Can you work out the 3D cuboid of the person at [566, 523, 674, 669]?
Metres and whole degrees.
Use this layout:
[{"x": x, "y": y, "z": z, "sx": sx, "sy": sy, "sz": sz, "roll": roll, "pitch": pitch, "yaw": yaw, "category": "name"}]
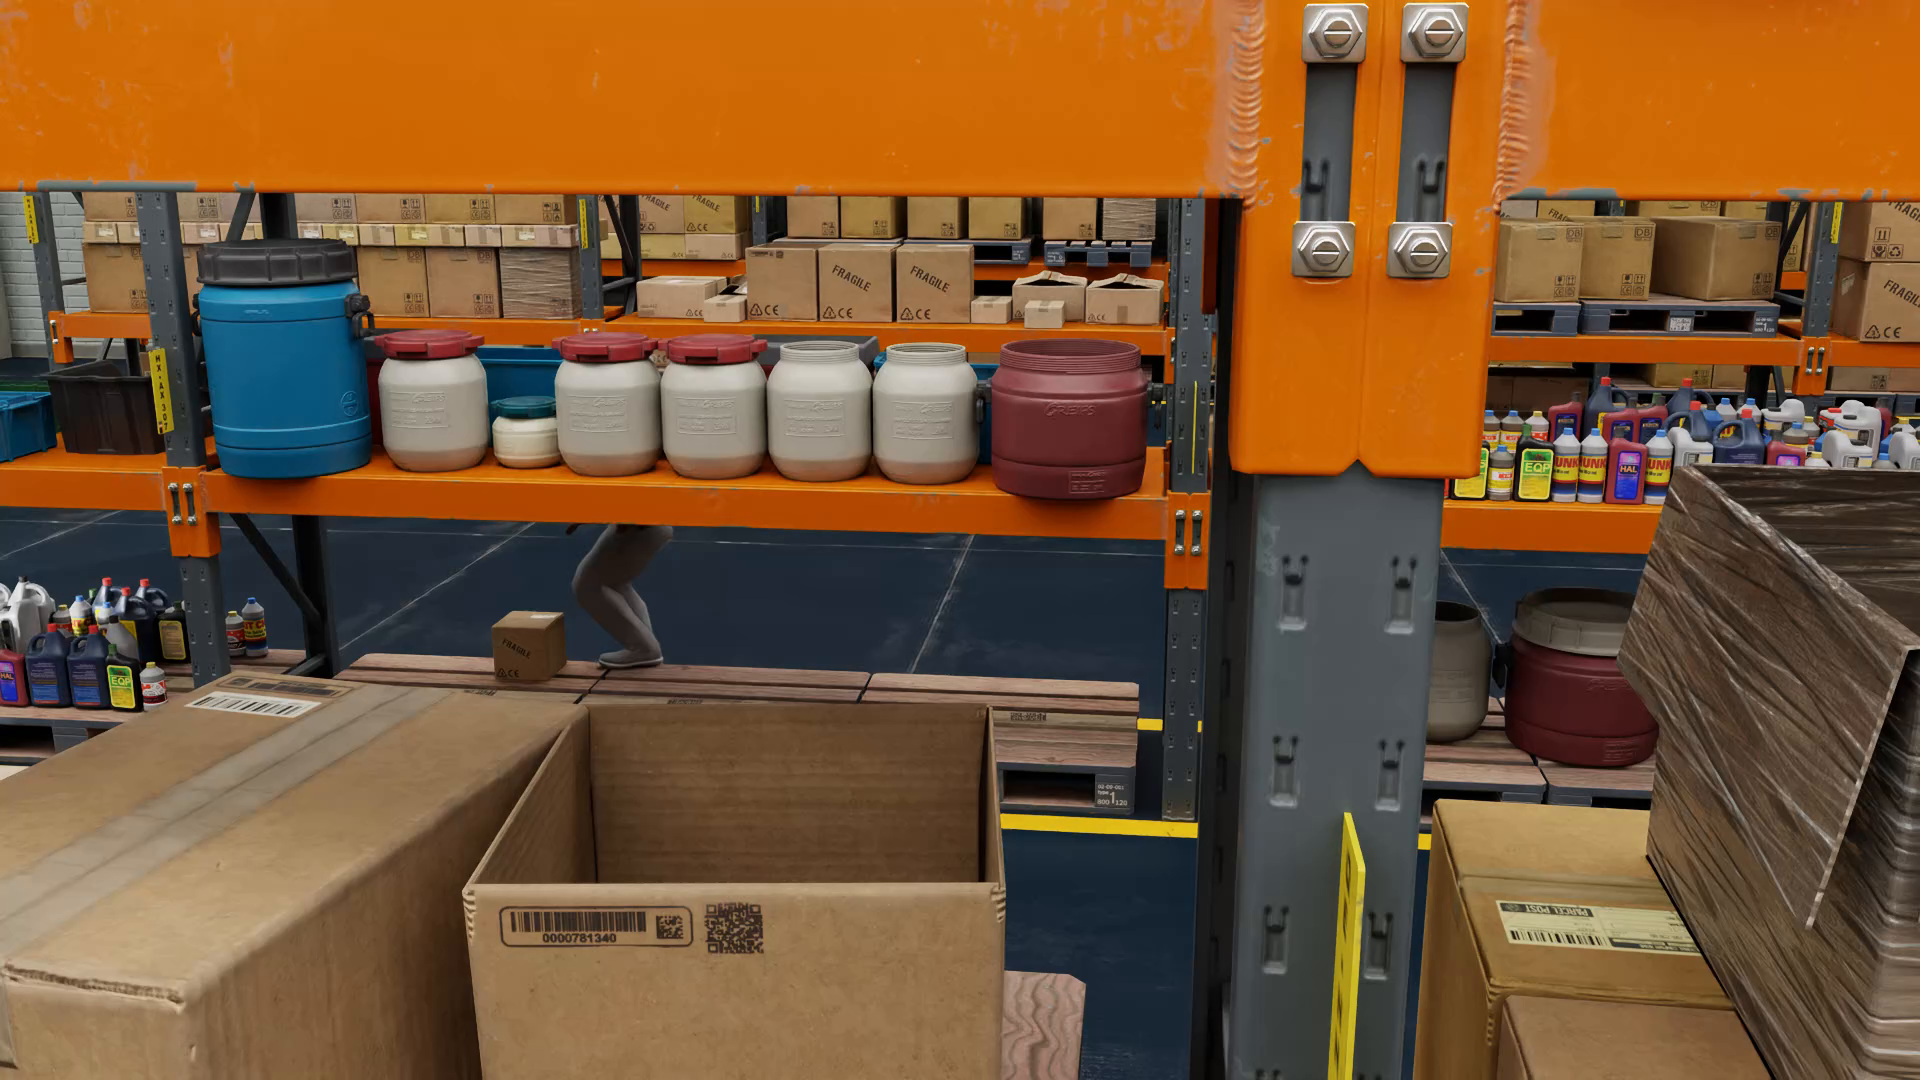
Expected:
[{"x": -1.554, "y": -0.027, "z": 7.672, "sx": 0.524, "sy": 1.678, "sz": 0.479, "roll": -3, "pitch": 15, "yaw": -11, "category": "person"}]
